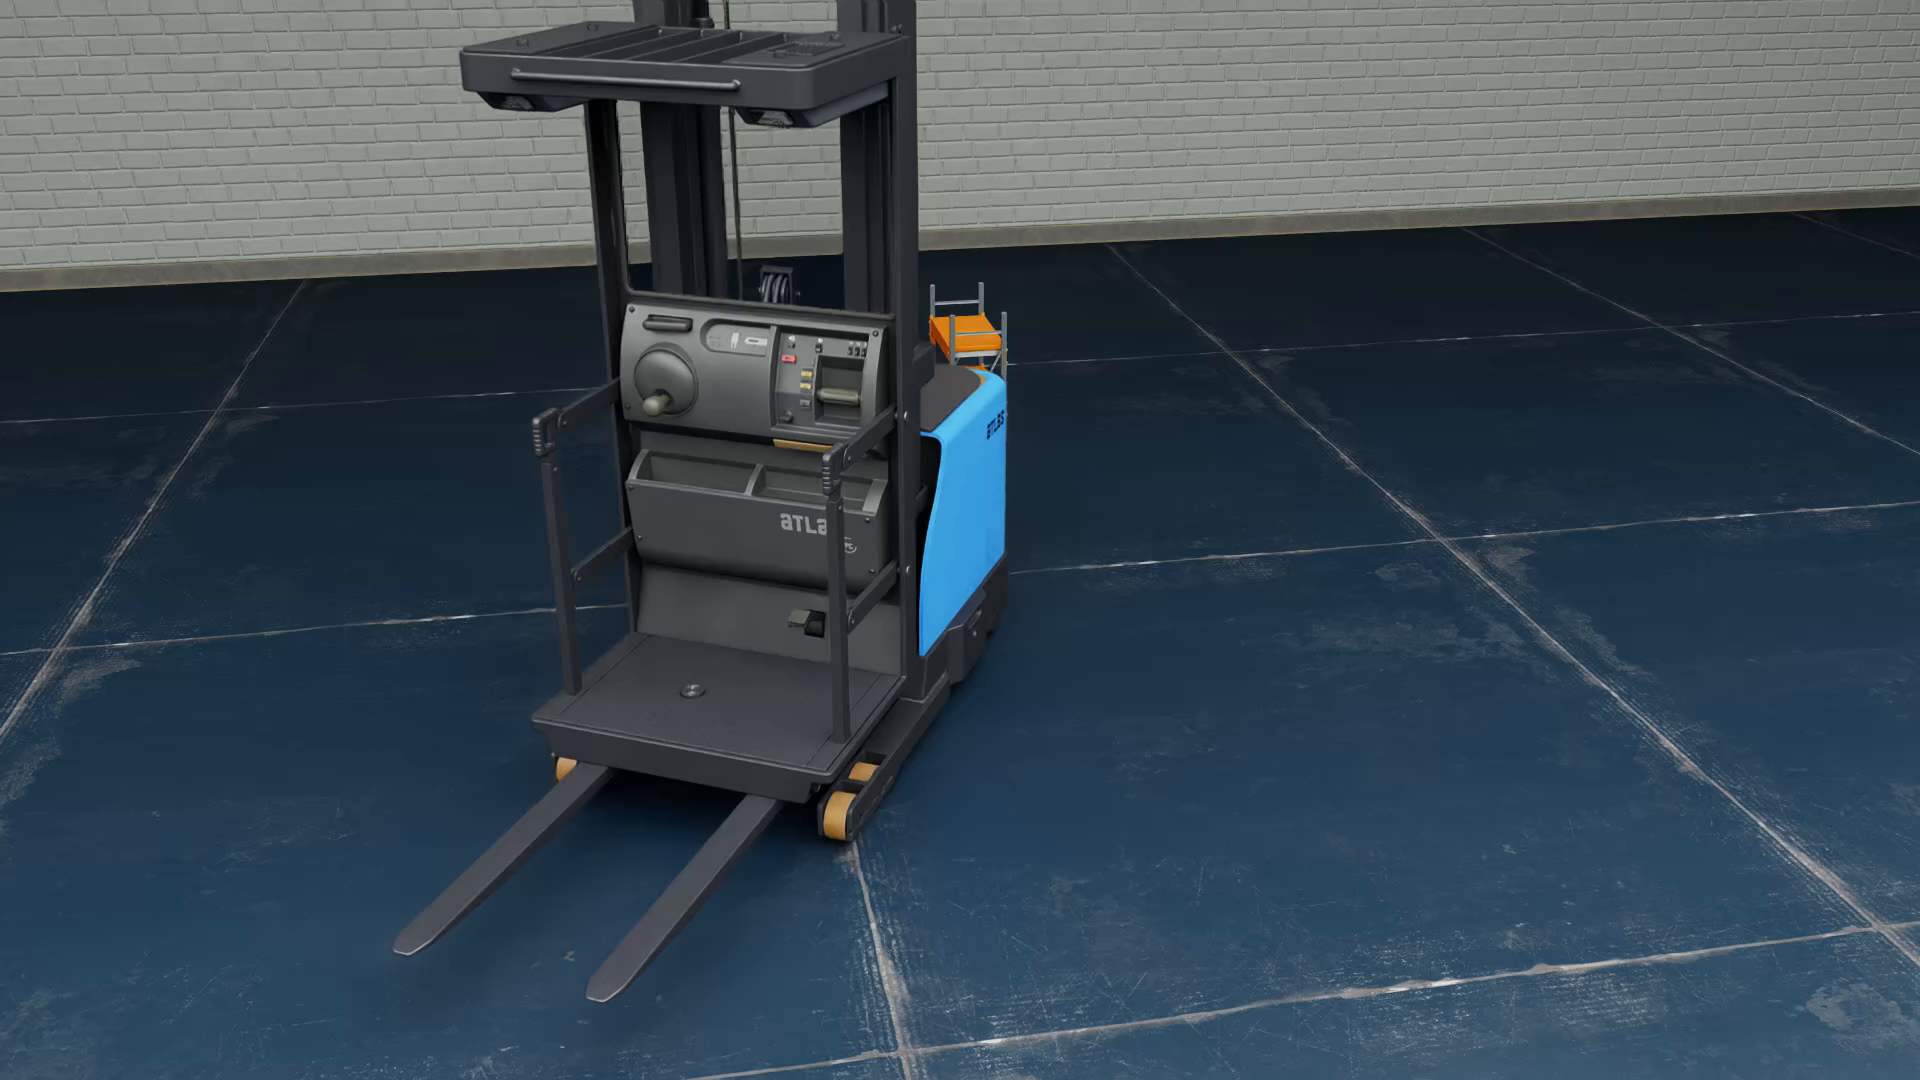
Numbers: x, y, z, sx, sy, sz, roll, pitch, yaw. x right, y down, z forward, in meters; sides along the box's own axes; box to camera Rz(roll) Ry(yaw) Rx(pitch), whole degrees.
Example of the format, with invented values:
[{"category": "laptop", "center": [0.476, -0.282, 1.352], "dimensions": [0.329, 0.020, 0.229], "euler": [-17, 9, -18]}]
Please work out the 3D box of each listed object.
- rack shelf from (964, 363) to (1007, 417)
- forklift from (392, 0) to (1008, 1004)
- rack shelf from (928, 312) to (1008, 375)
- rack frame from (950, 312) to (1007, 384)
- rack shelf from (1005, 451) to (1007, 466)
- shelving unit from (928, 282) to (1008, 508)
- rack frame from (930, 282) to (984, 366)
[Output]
[{"category": "rack shelf", "center": [0.031, -0.628, 7.298], "dimensions": [0.258, 0.148, 0.480], "euler": [-4, 24, -10]}, {"category": "forklift", "center": [-0.763, -0.533, 5.307], "dimensions": [1.130, 2.935, 3.031], "euler": [8, 25, 17]}, {"category": "rack shelf", "center": [0.031, -0.845, 7.203], "dimensions": [0.258, 0.148, 0.480], "euler": [-4, 24, -10]}, {"category": "rack frame", "center": [0.076, -0.389, 7.141], "dimensions": [0.240, 1.200, 0.015], "euler": [-4, 24, -10]}, {"category": "rack shelf", "center": [0.031, -0.423, 7.388], "dimensions": [0.258, 0.148, 0.480], "euler": [-4, 24, -10]}, {"category": "shelving unit", "center": [0.031, -0.485, 7.361], "dimensions": [0.258, 1.200, 0.503], "euler": [-4, 24, -10]}, {"category": "rack frame", "center": [-0.015, -0.581, 7.581], "dimensions": [0.240, 1.200, 0.015], "euler": [-4, 24, -10]}]
